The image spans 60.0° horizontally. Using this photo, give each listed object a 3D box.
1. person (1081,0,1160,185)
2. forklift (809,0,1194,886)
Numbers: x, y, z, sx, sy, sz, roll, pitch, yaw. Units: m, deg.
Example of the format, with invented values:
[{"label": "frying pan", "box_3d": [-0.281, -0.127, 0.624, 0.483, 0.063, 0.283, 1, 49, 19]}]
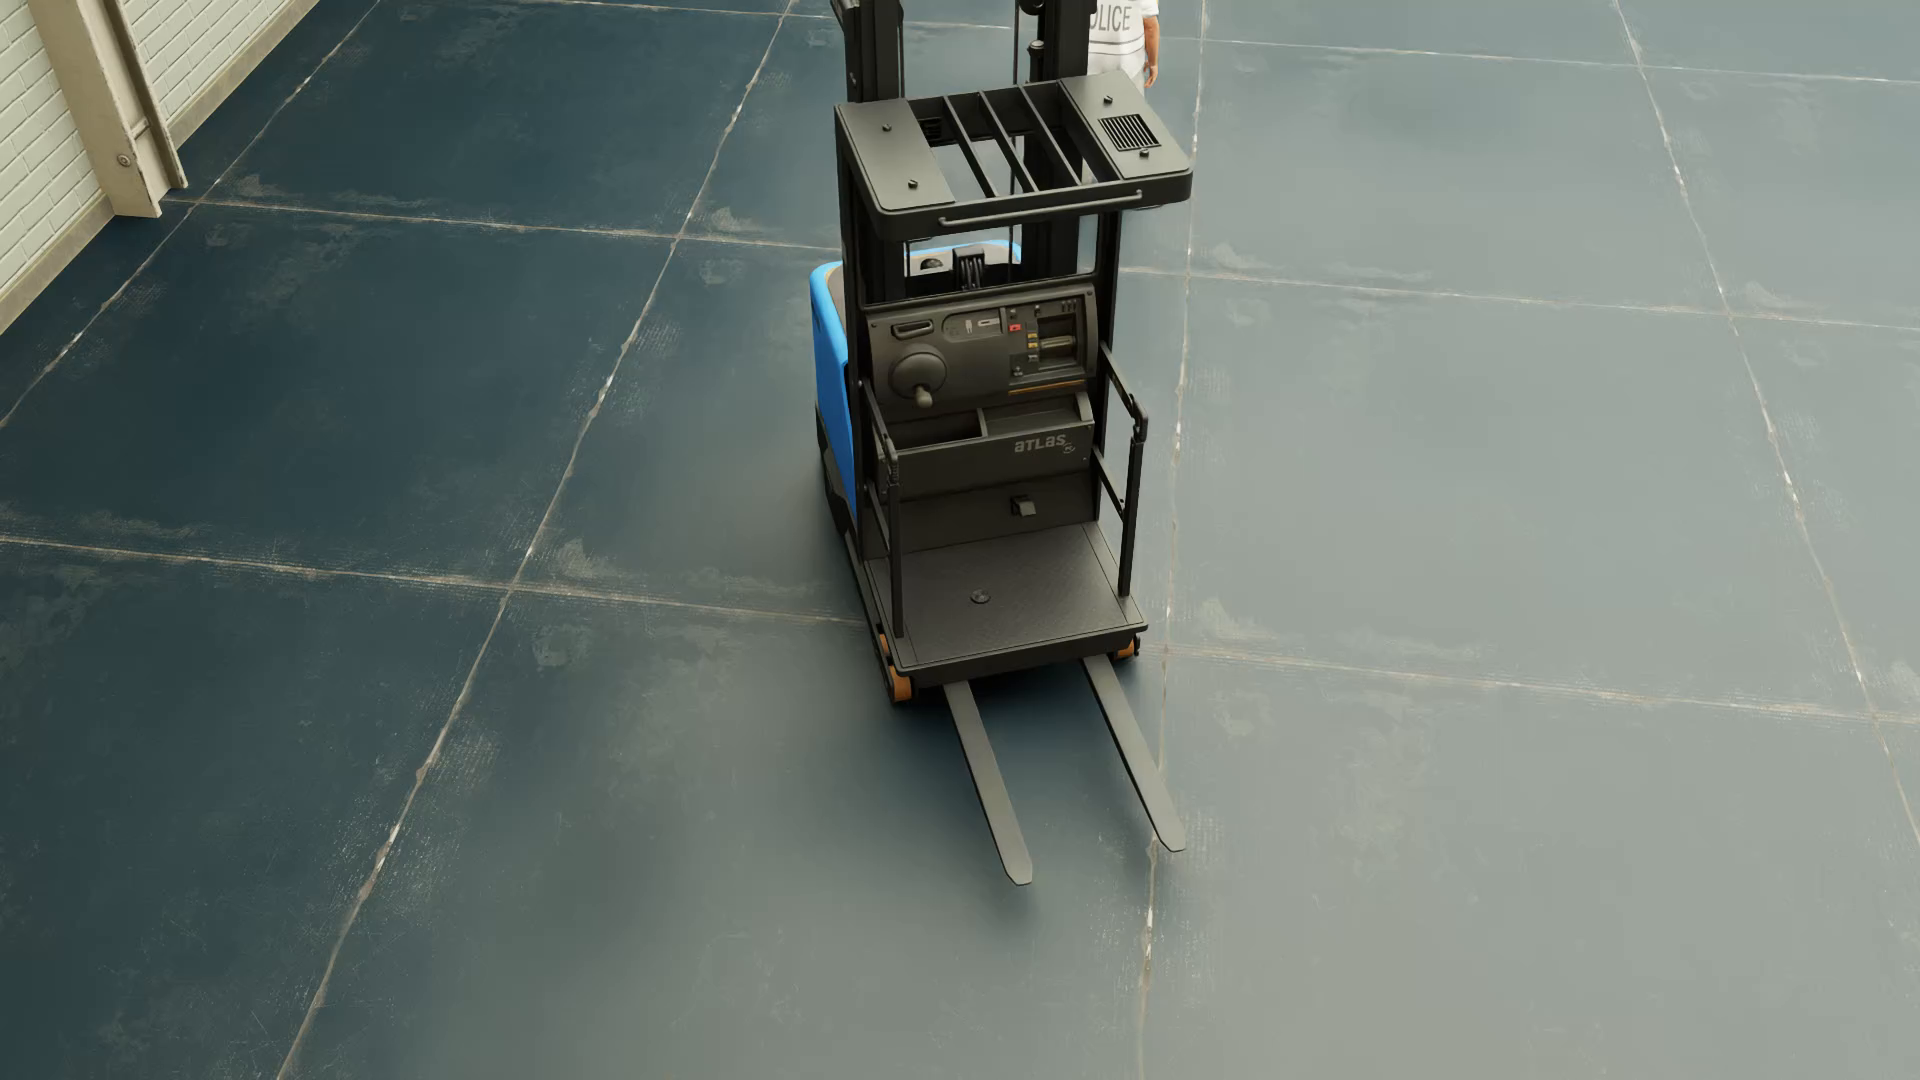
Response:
[{"label": "person", "box_3d": [0.855, -2.763, 9.606, 0.600, 1.747, 0.443, 9, 43, 10]}, {"label": "forklift", "box_3d": [0.153, -0.681, 6.465, 1.130, 2.935, 3.031, -10, 44, -11]}]
